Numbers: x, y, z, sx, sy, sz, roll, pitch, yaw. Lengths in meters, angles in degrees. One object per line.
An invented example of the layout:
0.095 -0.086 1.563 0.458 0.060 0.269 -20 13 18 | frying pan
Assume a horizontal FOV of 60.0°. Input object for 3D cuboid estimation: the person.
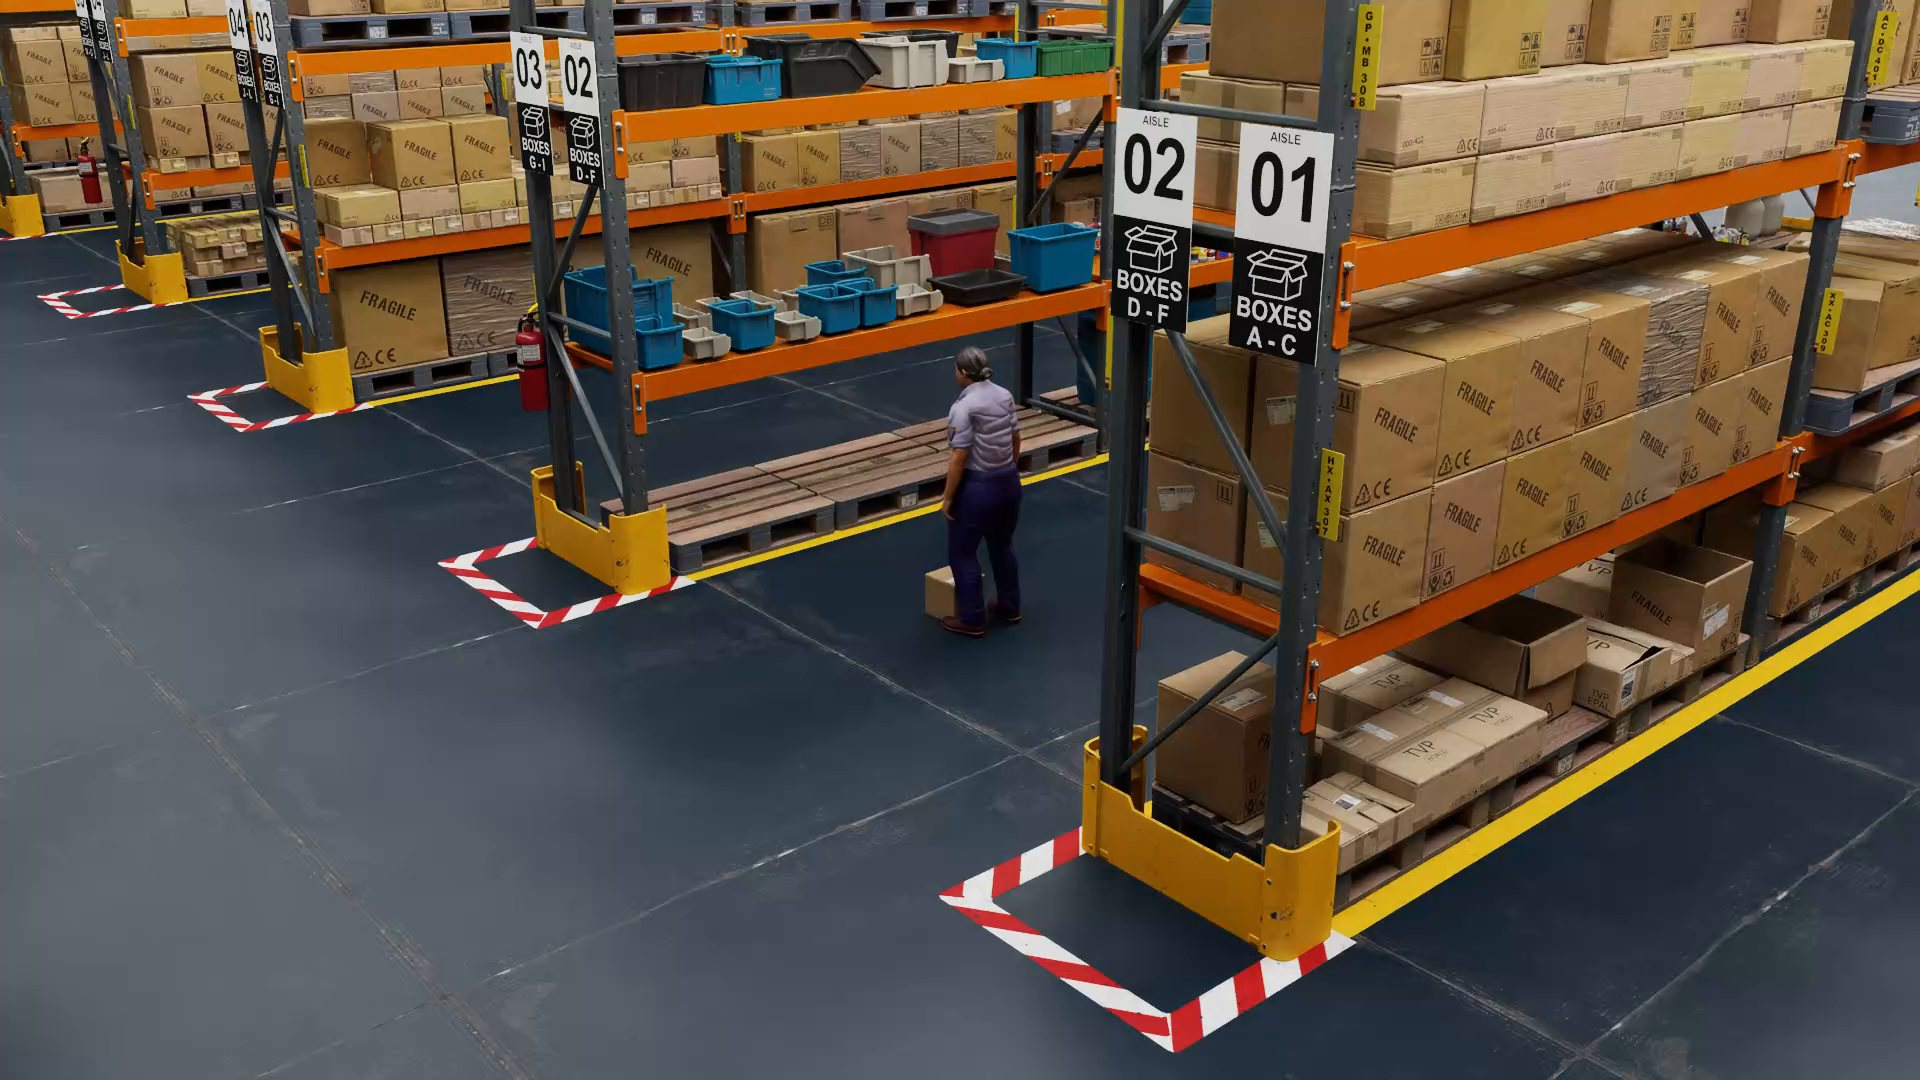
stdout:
0.134 -0.268 9.307 0.564 1.638 0.364 -19 28 -40 | person
